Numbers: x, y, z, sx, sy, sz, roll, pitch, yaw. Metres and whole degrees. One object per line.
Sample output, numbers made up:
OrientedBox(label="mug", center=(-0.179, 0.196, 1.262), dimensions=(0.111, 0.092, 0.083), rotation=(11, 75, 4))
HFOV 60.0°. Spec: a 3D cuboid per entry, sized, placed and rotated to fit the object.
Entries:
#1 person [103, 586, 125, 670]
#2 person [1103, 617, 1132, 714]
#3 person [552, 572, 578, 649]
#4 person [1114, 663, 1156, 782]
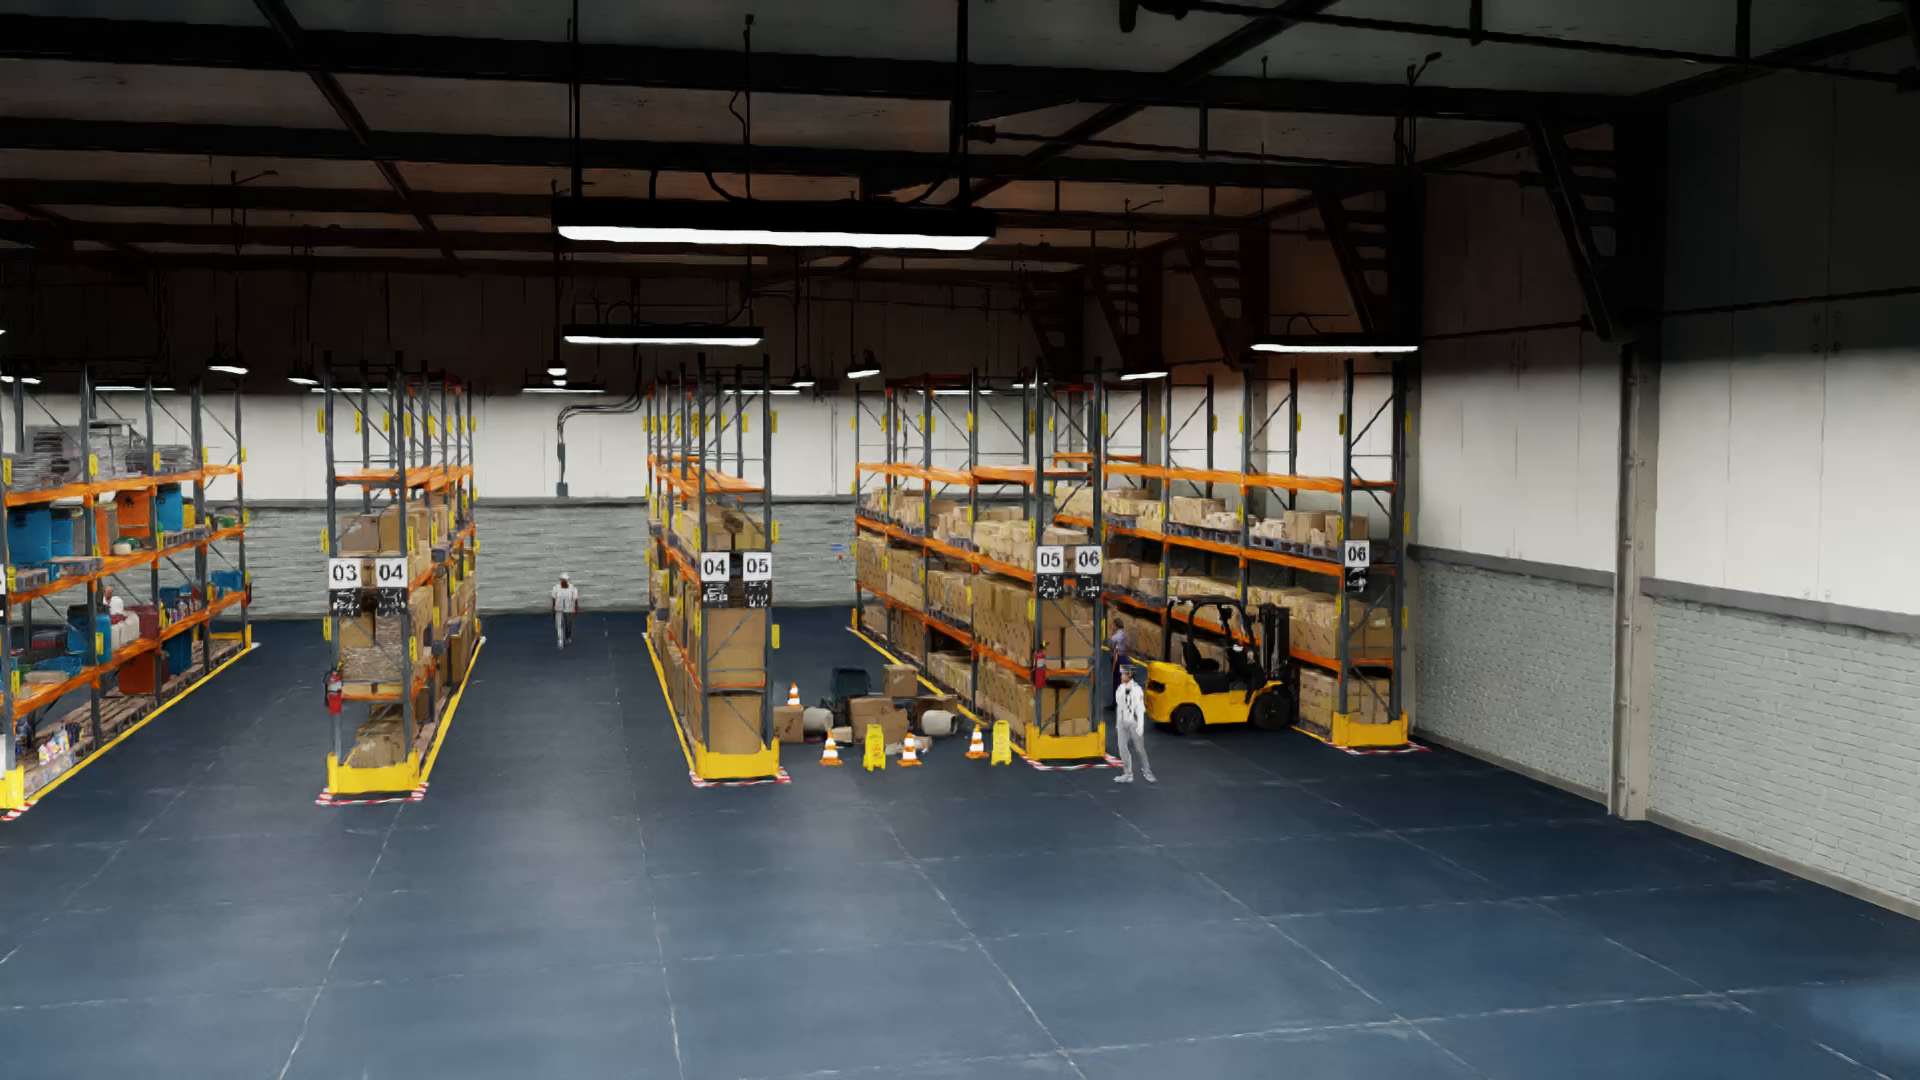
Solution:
OrientedBox(label="person", center=(-17.361, 1.772, 33.970), dimensions=(0.598, 1.698, 1.194), rotation=(-1, 4, -11))
OrientedBox(label="person", center=(2.735, 2.162, 28.863), dimensions=(0.556, 1.644, 0.598), rotation=(1, 4, 18))
OrientedBox(label="person", center=(-8.846, 1.555, 37.270), dimensions=(0.575, 1.689, 1.128), rotation=(-1, 4, -16))
OrientedBox(label="person", center=(2.439, 2.555, 23.356), dimensions=(0.515, 1.664, 0.570), rotation=(-3, 5, -39))
